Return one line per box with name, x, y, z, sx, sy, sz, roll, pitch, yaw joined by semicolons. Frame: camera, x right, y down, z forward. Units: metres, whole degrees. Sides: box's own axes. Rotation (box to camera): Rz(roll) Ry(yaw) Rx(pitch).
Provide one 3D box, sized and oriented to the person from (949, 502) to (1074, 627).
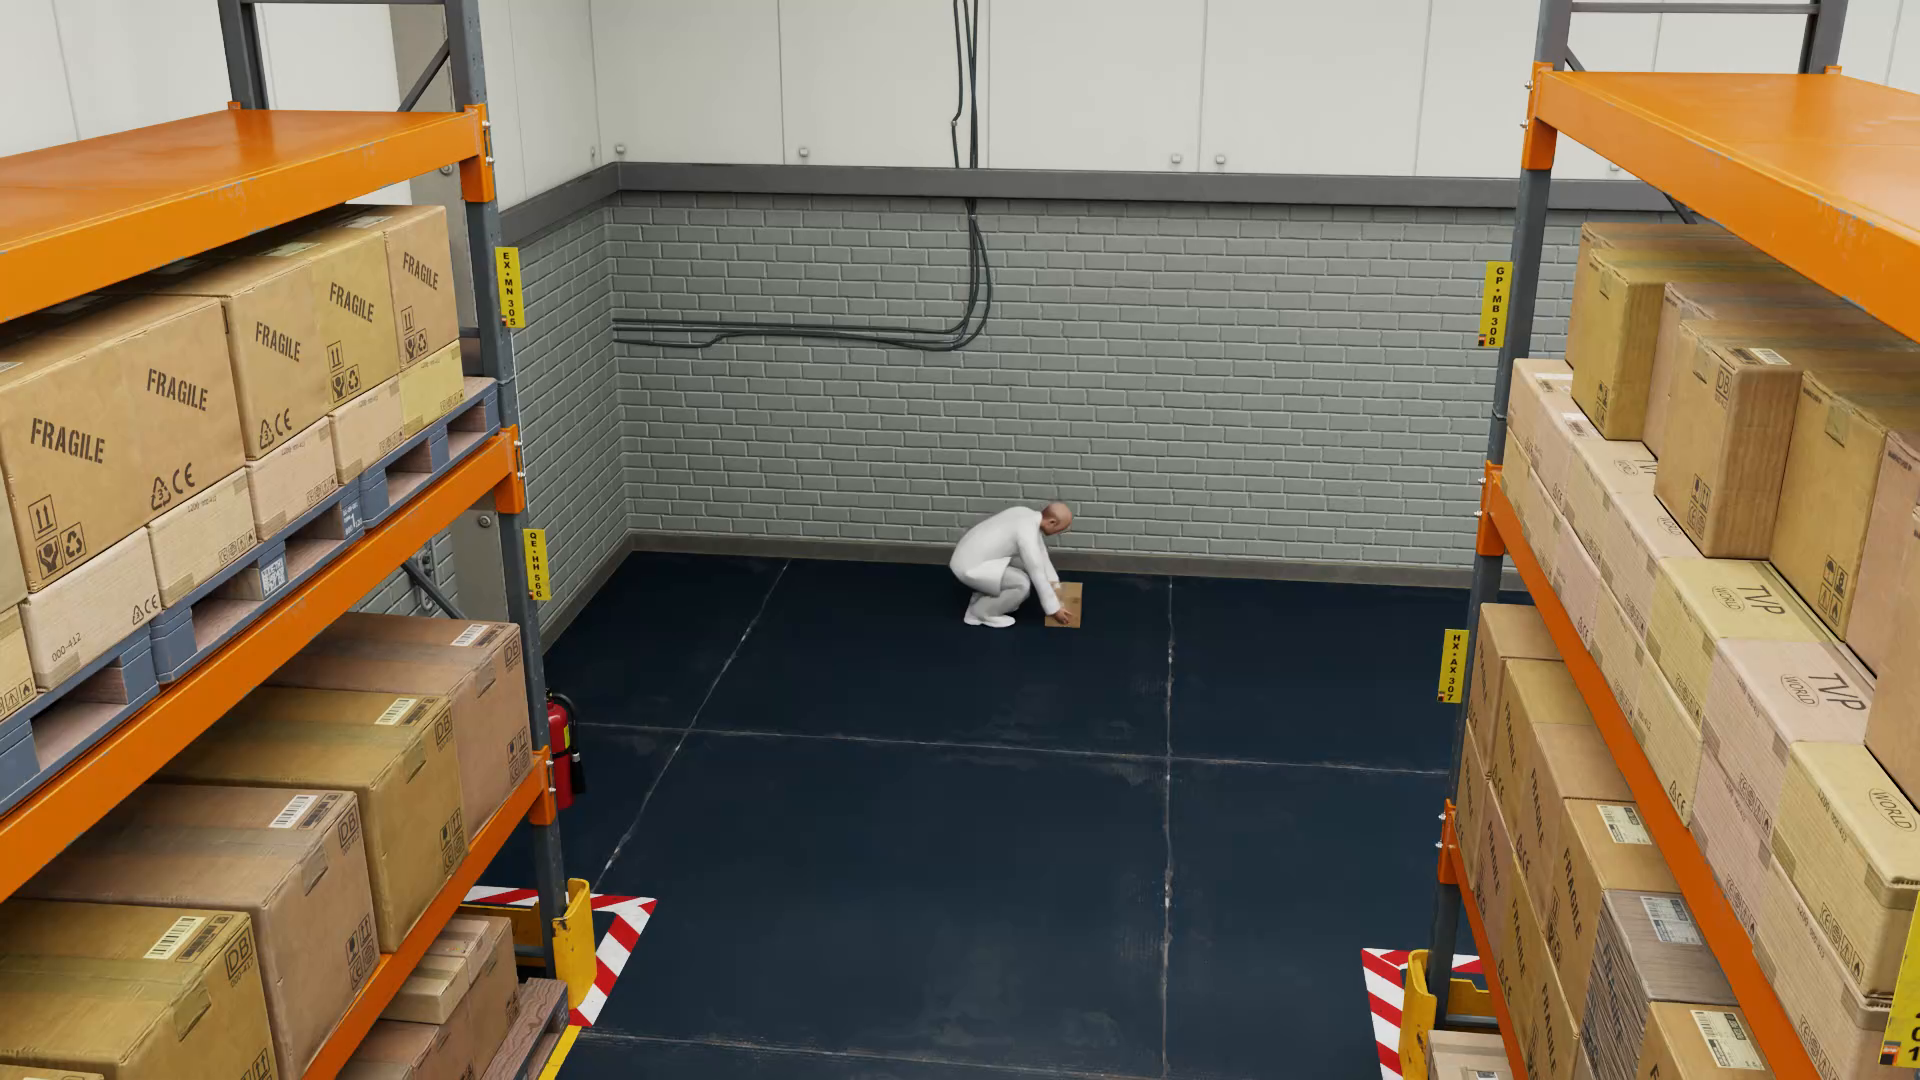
person;0.382;0.169;11.963;0.911;0.853;0.599;2;21;7
